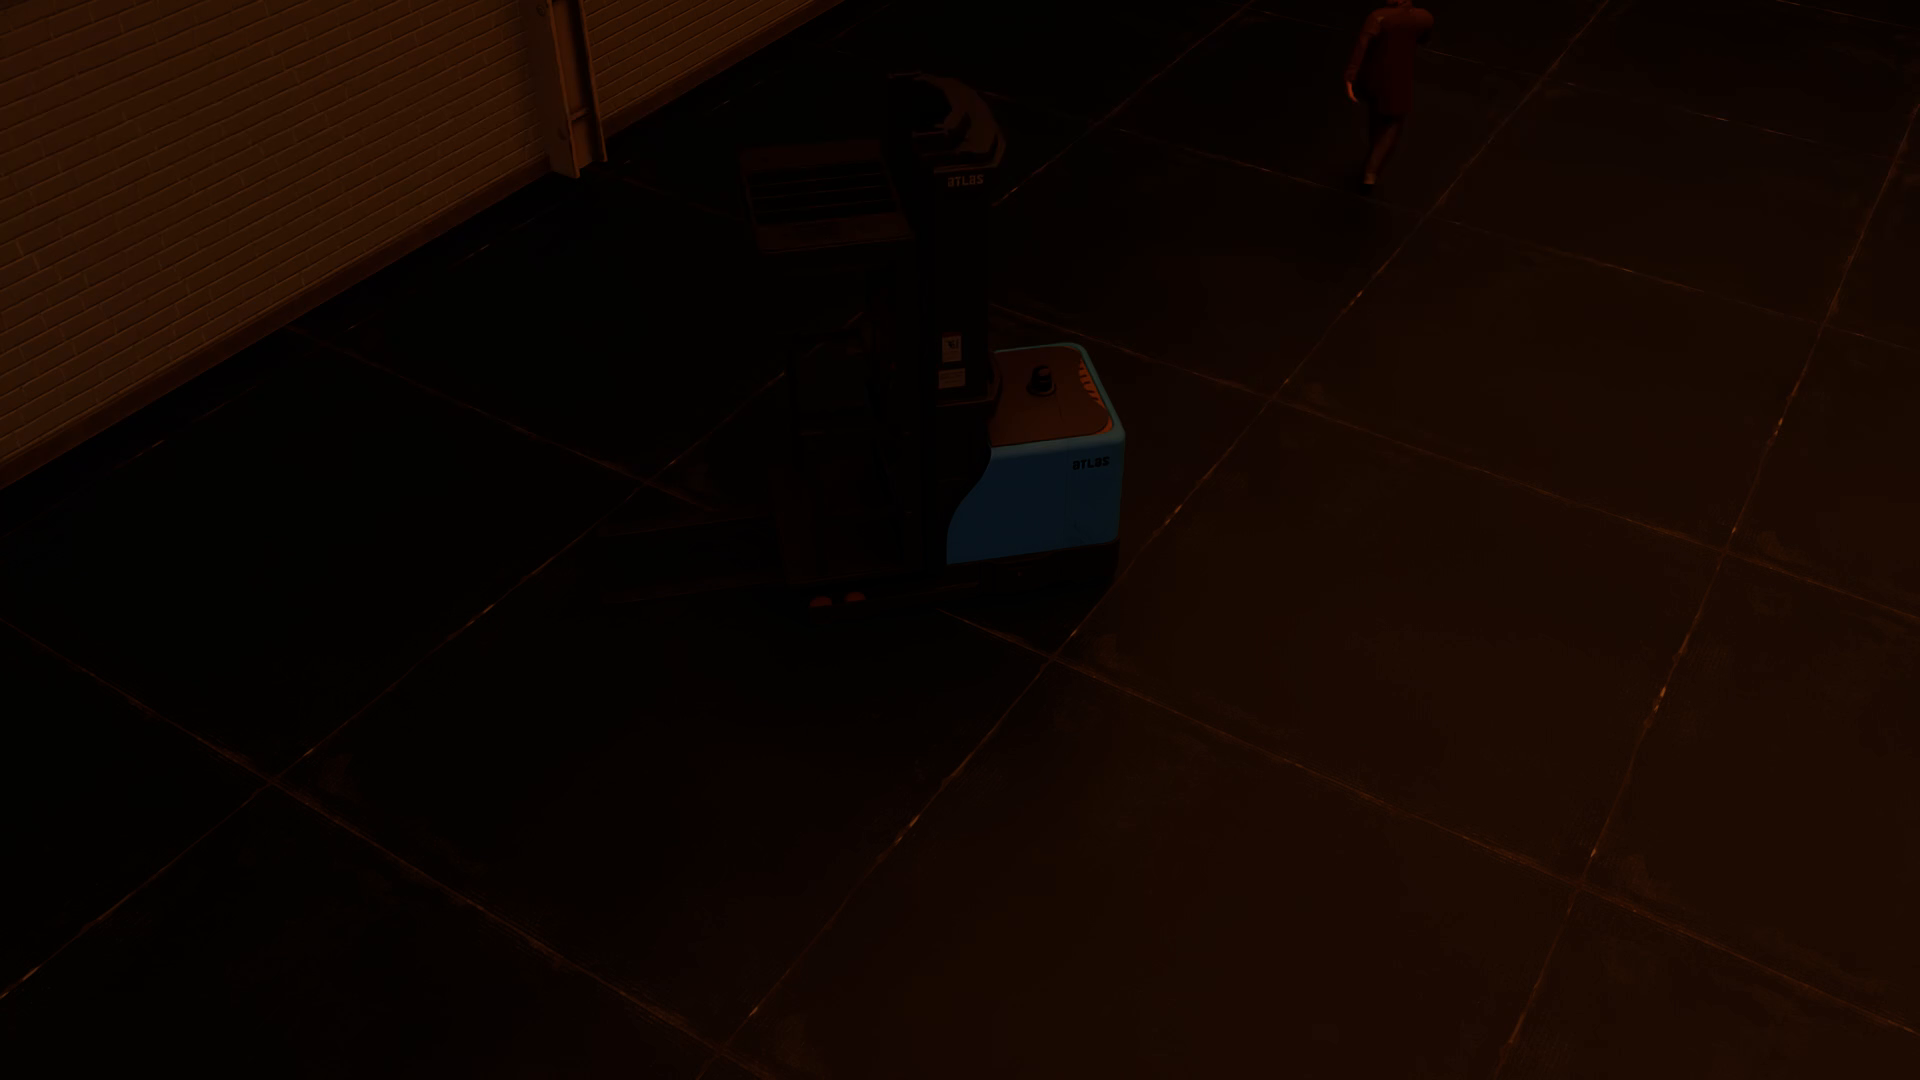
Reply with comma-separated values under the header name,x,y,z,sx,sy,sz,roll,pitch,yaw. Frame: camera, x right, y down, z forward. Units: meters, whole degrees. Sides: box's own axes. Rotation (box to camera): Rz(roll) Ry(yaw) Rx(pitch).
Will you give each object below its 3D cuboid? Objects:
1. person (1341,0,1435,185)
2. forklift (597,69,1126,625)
name,x,y,z,sx,sy,sz,roll,pitch,yaw
person,3.422,-3.740,13.370,0.609,1.700,1.005,12,42,14
forklift,-0.626,-1.000,9.147,3.031,2.935,1.130,-8,41,-9
